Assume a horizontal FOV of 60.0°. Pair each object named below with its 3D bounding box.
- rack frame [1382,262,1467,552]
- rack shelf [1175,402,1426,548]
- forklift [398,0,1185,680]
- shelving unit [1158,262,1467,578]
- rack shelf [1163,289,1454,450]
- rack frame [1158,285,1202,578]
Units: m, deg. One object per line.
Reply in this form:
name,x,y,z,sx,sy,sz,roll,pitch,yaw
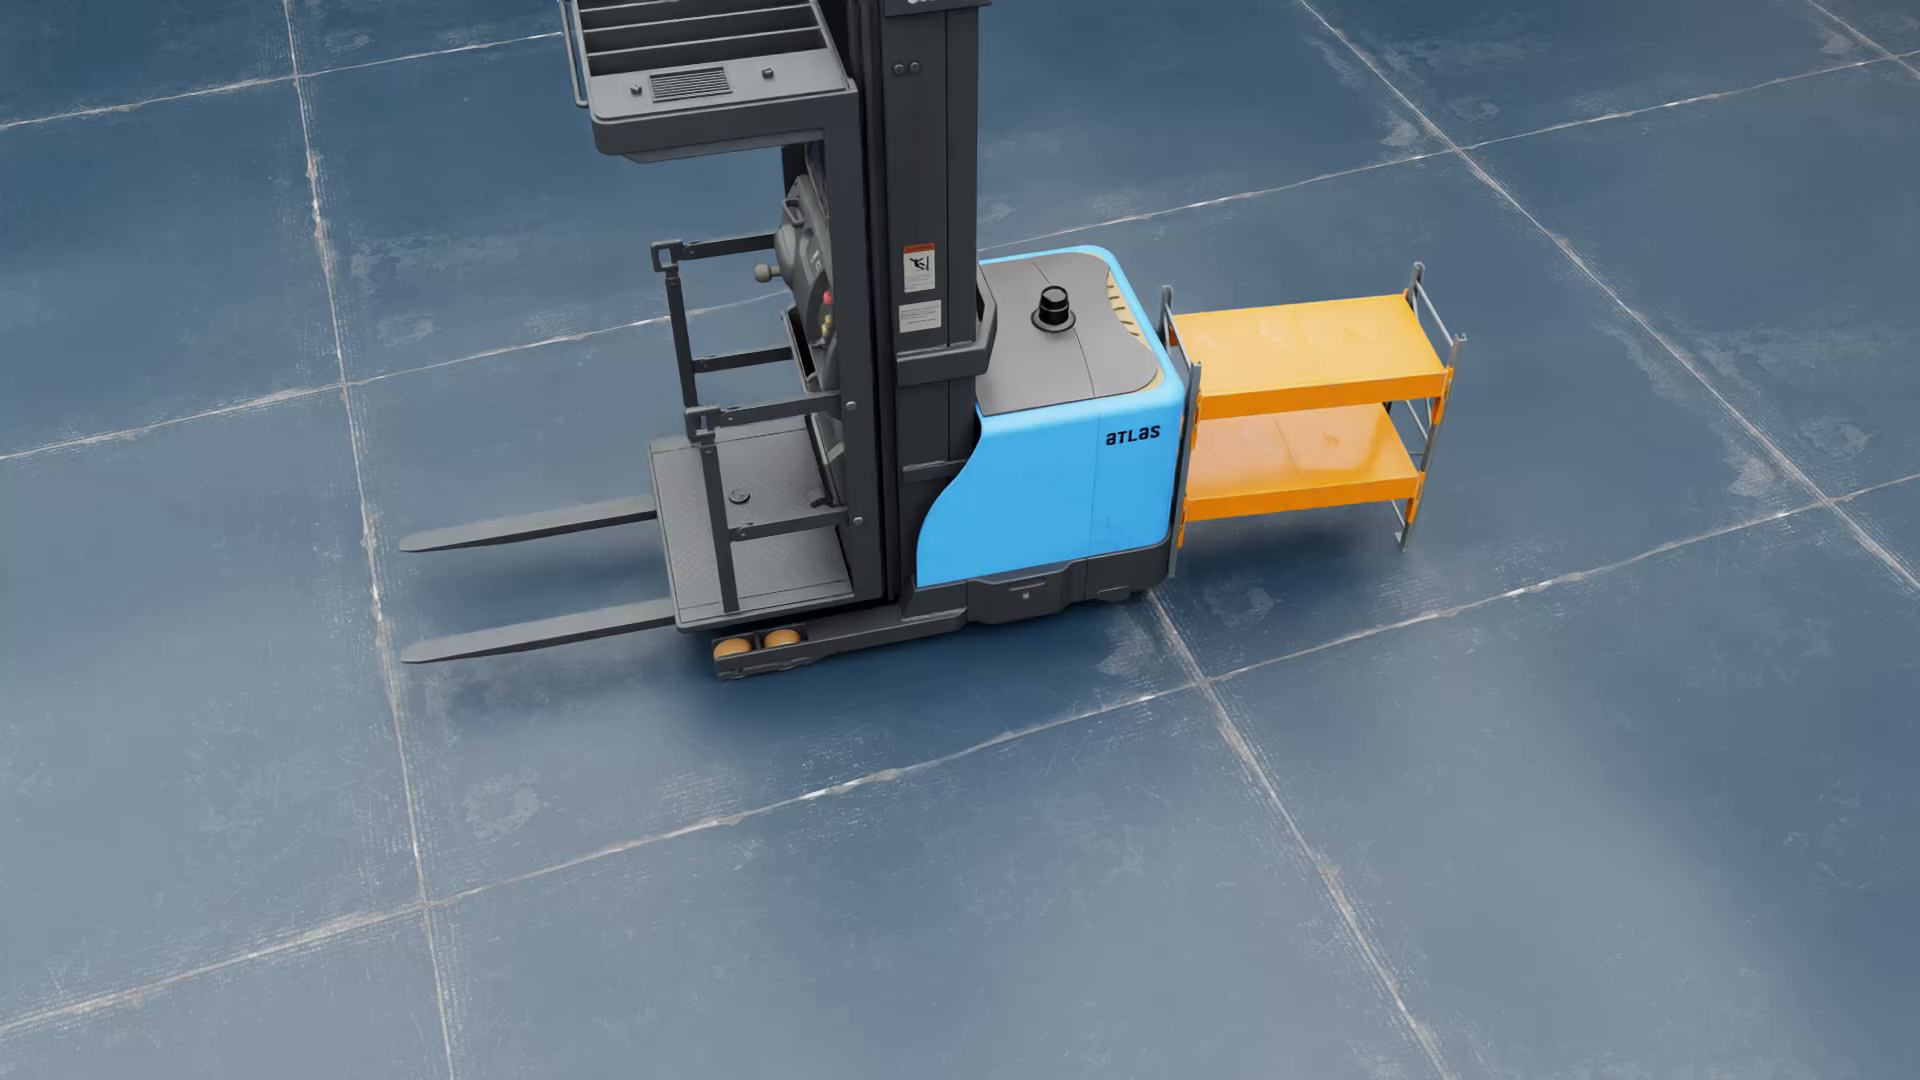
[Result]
rack frame,1.844,-0.524,6.787,0.032,1.125,0.500,-6,45,-6
rack shelf,1.341,-0.298,6.907,1.000,0.278,0.538,-6,45,-6
forklift,-0.728,-0.905,5.892,3.031,2.935,1.130,-10,46,-10
shelving unit,1.341,-0.471,6.734,1.048,1.125,0.538,-6,45,-6
rack shelf,1.341,-0.677,6.527,1.000,0.278,0.538,-6,45,-6
rack frame,0.839,-0.417,6.681,0.032,1.125,0.500,-6,45,-6
